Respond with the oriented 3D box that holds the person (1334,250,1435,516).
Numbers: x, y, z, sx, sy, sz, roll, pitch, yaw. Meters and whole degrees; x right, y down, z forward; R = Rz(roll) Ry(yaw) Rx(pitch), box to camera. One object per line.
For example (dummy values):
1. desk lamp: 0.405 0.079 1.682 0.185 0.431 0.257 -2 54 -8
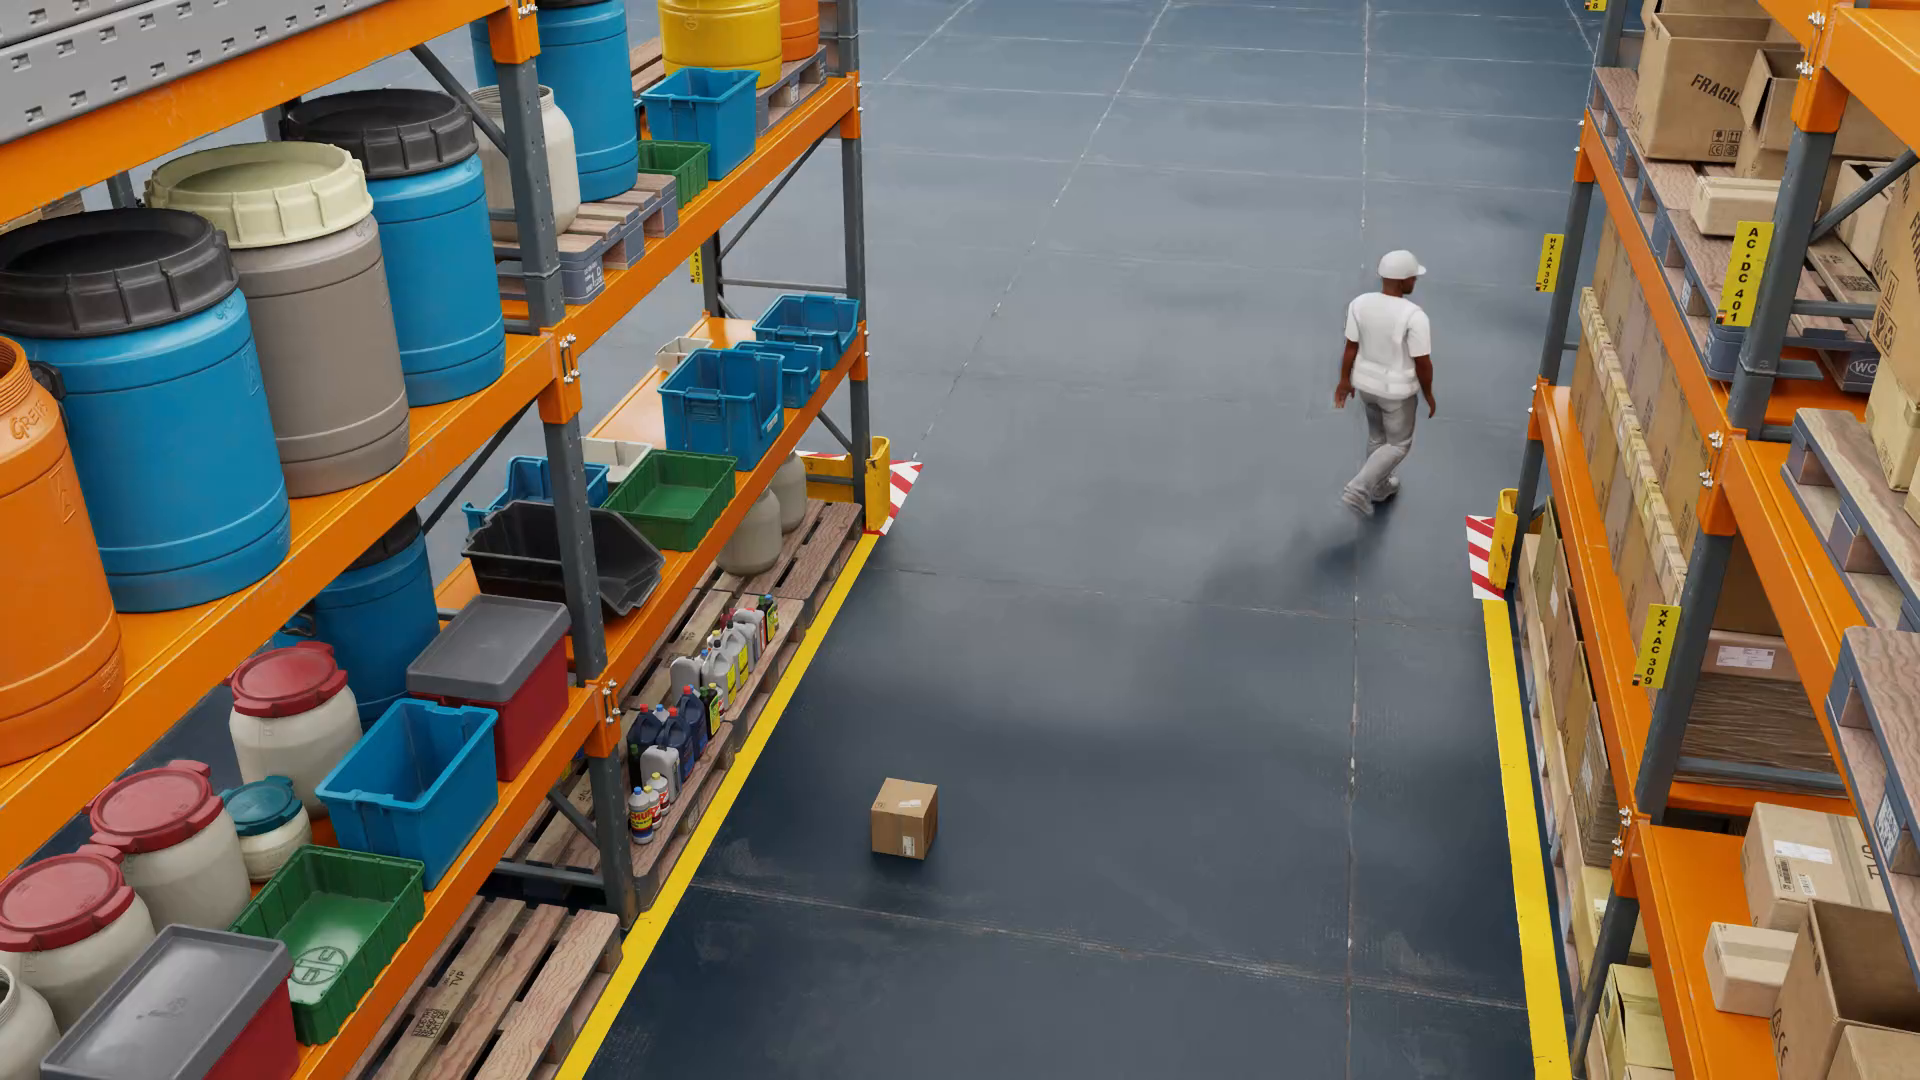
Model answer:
1. person: 2.654 -0.960 10.332 0.833 1.743 0.618 -25 37 -38
